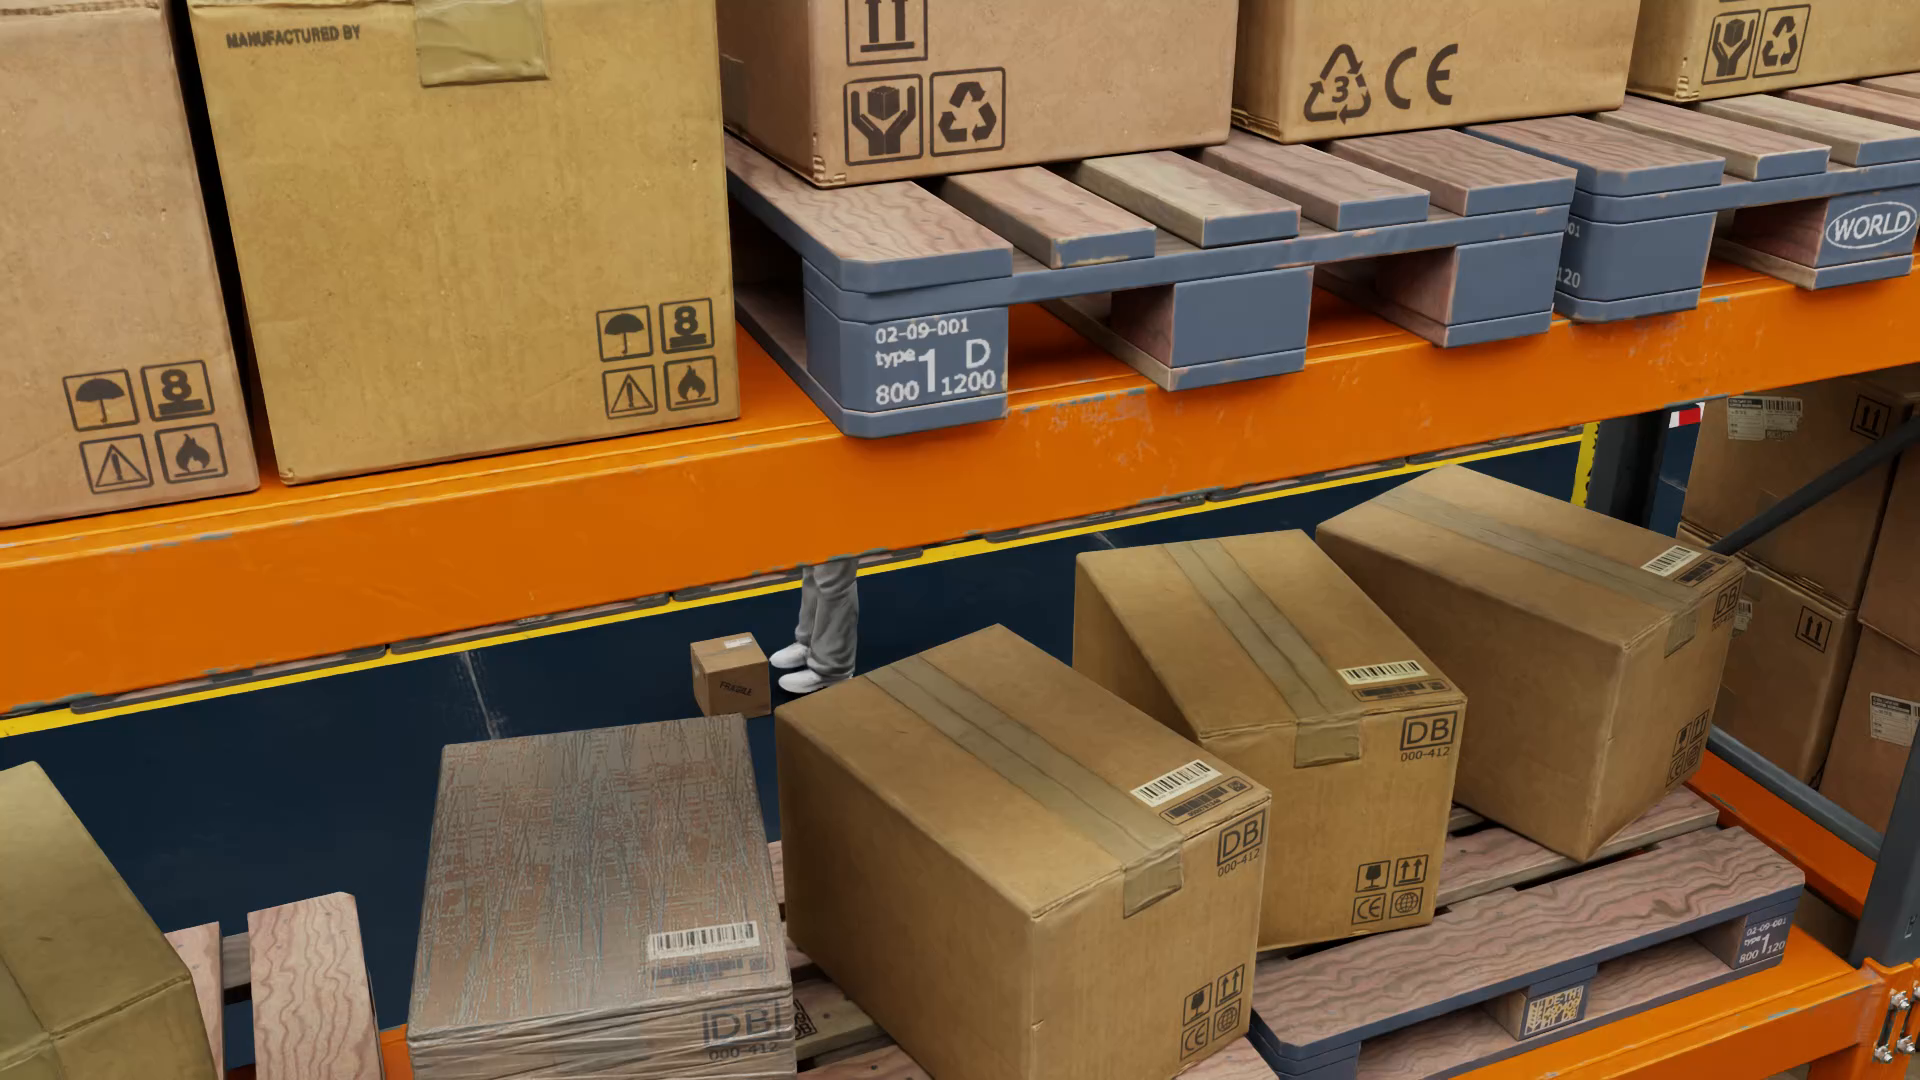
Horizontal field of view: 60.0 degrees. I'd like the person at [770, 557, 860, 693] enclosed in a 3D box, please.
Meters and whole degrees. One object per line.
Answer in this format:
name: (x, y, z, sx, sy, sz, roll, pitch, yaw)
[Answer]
person: (-0.517, -0.177, 6.445, 0.464, 1.695, 0.502, -7, 27, -14)
